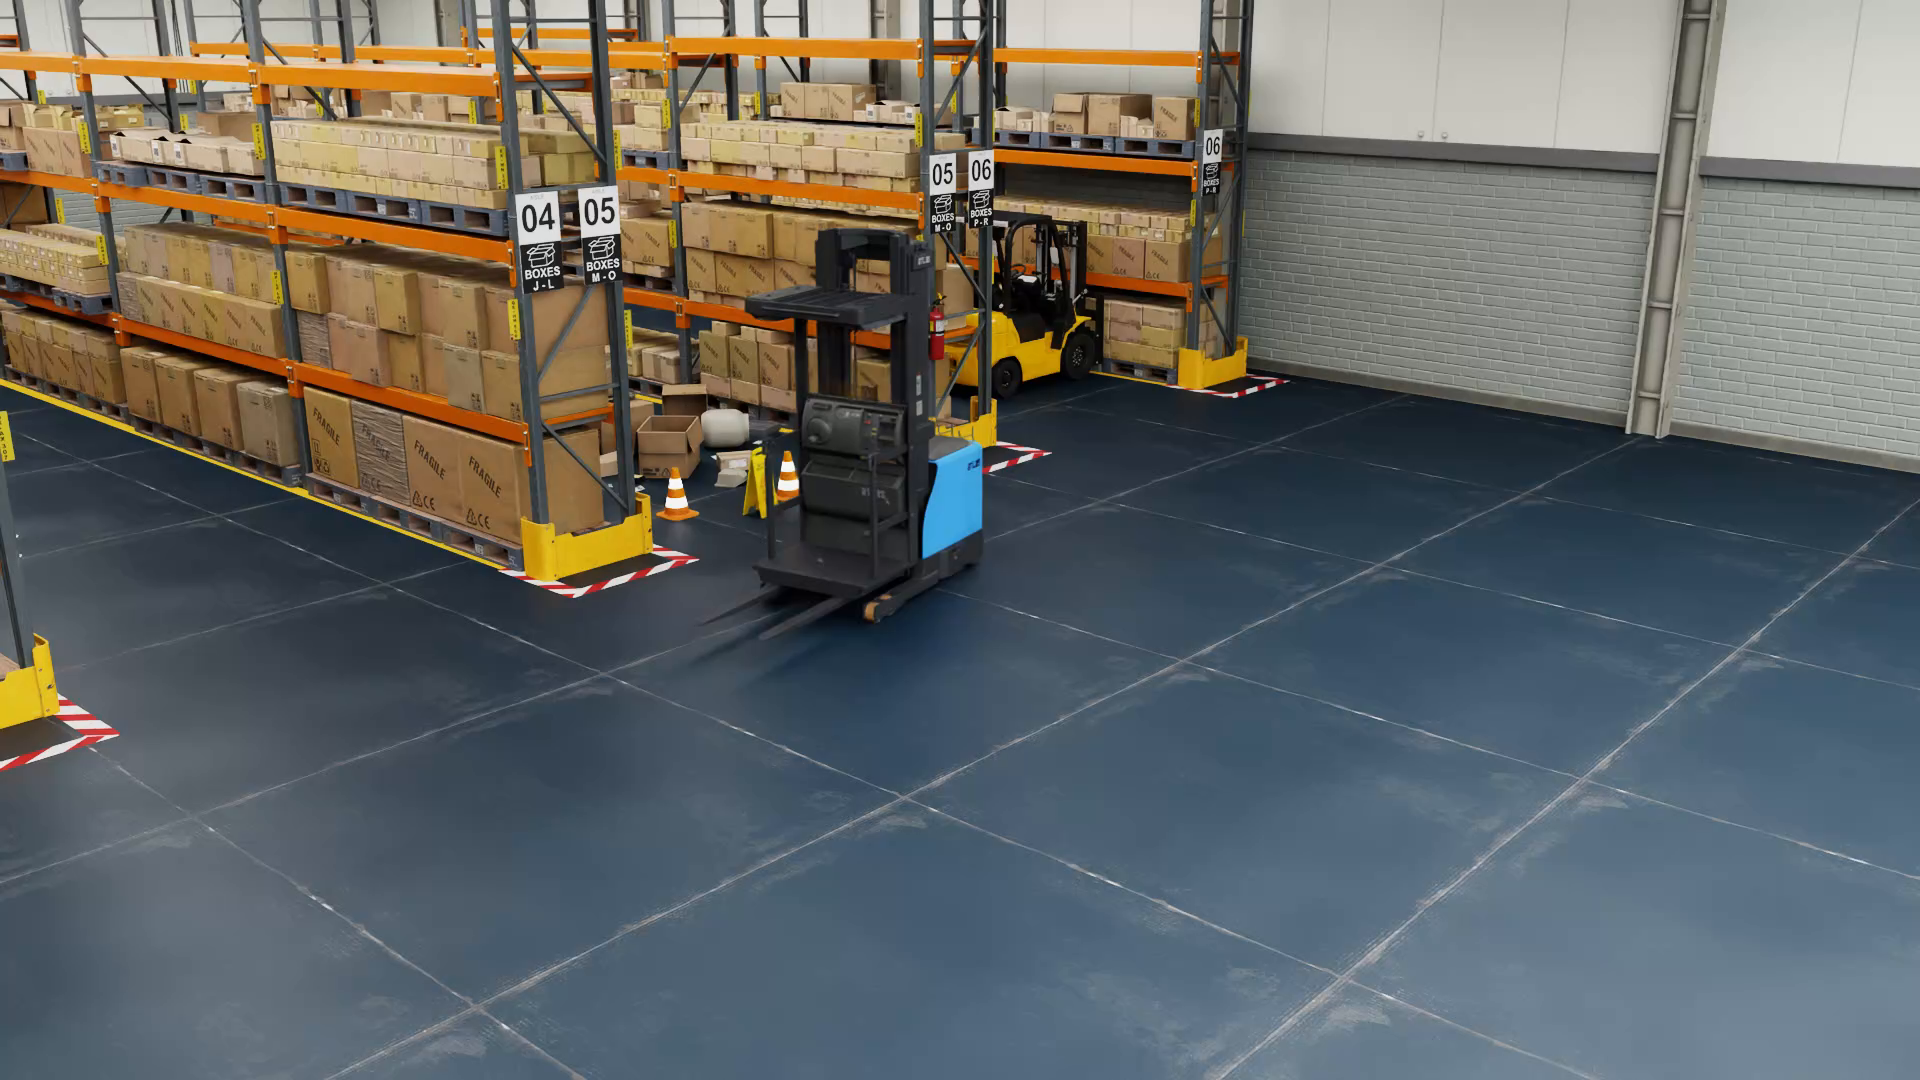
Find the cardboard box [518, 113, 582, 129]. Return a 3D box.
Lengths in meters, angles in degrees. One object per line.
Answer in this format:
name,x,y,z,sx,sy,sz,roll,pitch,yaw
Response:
cardboard box,-5.311,-5.273,21.643,0.500,0.500,0.700,15,23,39

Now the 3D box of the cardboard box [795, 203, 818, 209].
cardboard box,-2.178,-5.033,25.434,0.500,0.250,0.500,16,24,41

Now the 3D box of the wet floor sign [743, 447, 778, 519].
wet floor sign,-1.904,-0.561,15.814,0.232,0.644,0.267,11,20,30

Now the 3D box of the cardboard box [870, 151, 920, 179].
cardboard box,-0.591,-3.923,17.313,0.500,0.250,0.500,15,23,39

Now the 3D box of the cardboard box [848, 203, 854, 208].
cardboard box,-1.447,-5.051,24.830,0.250,0.149,0.380,15,23,39

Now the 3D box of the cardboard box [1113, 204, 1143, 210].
cardboard box,2.253,-4.405,22.304,0.250,0.149,0.380,14,23,38

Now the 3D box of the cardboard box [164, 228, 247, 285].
cardboard box,-8.130,-3.076,18.026,0.500,0.500,0.700,15,23,38

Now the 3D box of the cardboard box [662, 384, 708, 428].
cardboard box,-3.123,-1.471,18.918,0.500,0.500,0.500,-3,18,-8

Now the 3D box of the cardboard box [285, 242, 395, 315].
cardboard box,-5.978,-2.549,16.151,0.550,0.550,0.875,15,23,39

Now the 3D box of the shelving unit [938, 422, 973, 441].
shelving unit,-0.040,-0.511,14.987,0.252,1.050,0.215,15,23,39

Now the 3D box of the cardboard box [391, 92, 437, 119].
cardboard box,-7.524,-5.954,23.094,0.500,0.500,0.500,15,23,40

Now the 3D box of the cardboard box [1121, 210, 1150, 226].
cardboard box,2.299,-4.184,21.607,0.250,0.149,0.380,15,23,40

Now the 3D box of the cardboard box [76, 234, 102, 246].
cardboard box,-10.608,-3.663,20.431,0.250,0.149,0.380,15,23,39

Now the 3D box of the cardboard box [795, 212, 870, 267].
cardboard box,-1.380,-3.283,18.188,0.500,0.500,0.700,15,23,39

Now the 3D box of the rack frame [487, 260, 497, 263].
rack frame,-6.013,-3.988,22.718,0.127,3.000,1.000,15,23,39

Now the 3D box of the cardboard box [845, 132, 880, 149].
cardboard box,-1.005,-4.243,17.660,0.250,0.149,0.380,15,23,40

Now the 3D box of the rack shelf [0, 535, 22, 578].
rack shelf,-8.103,-0.198,11.966,4.000,0.370,1.077,15,23,39

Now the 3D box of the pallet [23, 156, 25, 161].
pallet,-11.824,-4.843,20.764,1.003,0.211,1.213,15,23,39

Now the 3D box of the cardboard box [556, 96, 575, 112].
cardboard box,-6.636,-7.557,28.762,0.500,0.250,0.500,14,22,37

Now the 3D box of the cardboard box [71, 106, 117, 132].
cardboard box,-9.698,-4.712,18.612,0.258,0.266,0.396,15,23,39

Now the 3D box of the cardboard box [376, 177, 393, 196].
cardboard box,-4.854,-3.096,14.504,0.250,0.149,0.380,15,23,40

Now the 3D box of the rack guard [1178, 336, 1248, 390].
rack guard,3.280,-2.309,21.561,0.348,0.500,1.175,15,23,39

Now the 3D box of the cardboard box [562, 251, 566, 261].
cardboard box,-5.106,-3.741,21.660,0.380,0.149,0.250,-17,24,-42

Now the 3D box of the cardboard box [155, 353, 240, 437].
cardboard box,-8.171,-1.658,18.402,0.750,0.750,1.050,15,23,40

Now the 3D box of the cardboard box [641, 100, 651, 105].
cardboard box,-4.988,-7.118,27.179,0.250,0.149,0.380,15,23,39

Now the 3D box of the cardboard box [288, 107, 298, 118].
cardboard box,-9.893,-6.458,25.098,0.250,0.149,0.380,16,23,41

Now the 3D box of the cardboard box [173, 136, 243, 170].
cardboard box,-7.688,-3.982,17.028,0.500,0.311,0.500,14,22,37

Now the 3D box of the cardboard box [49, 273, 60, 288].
cardboard box,-10.458,-3.076,19.566,0.250,0.149,0.380,15,23,39

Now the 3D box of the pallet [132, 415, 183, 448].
pallet,-8.684,-1.343,18.995,1.213,0.211,1.003,15,23,39

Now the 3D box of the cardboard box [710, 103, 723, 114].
cardboard box,-3.722,-6.832,26.309,0.250,0.149,0.380,15,23,39

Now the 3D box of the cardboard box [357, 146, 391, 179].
cardboard box,-4.916,-3.327,14.575,0.500,0.250,0.500,15,23,40

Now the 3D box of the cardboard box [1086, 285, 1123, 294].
cardboard box,1.907,-3.318,22.805,0.500,0.250,0.500,14,23,38

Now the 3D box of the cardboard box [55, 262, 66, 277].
cardboard box,-10.294,-3.171,19.375,0.250,0.149,0.380,16,23,41

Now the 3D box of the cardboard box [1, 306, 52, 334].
cardboard box,-11.838,-2.809,21.202,0.500,0.250,0.500,14,22,37

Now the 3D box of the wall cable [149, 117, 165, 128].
wall cable,-15.297,-7.528,32.195,0.122,1.984,0.588,15,23,39

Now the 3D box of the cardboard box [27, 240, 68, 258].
cardboard box,-10.860,-3.466,19.813,0.250,0.149,0.380,17,24,42

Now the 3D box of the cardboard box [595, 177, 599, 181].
cardboard box,-6.650,-6.702,29.786,0.500,0.500,0.500,14,23,38

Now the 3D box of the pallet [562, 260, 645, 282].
pallet,-4.505,-3.508,21.524,1.213,0.211,1.003,15,23,39

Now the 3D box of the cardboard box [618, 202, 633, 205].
cardboard box,-4.261,-4.110,20.681,0.250,0.149,0.380,14,22,37

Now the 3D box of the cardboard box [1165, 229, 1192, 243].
cardboard box,2.817,-3.868,21.104,0.250,0.149,0.380,15,23,40

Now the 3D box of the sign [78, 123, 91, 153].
sign,-9.585,-4.401,18.208,0.005,0.325,0.100,15,23,39

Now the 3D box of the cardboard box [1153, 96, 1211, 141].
cardboard box,2.770,-5.264,20.757,0.500,0.500,0.500,16,24,41

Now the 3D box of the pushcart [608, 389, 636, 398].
pushcart,-4.497,-1.409,18.927,0.936,0.377,1.648,7,19,21

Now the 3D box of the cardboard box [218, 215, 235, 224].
cardboard box,-11.828,-5.480,27.256,0.500,0.500,0.500,15,23,39

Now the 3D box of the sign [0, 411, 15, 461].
sign,-6.247,-0.675,10.848,0.005,0.325,0.100,15,23,39

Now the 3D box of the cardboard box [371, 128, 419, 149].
cardboard box,-4.858,-3.476,14.385,0.250,0.149,0.380,15,23,40

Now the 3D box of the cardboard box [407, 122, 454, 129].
cardboard box,-4.803,-3.727,15.177,0.250,0.149,0.380,15,23,39

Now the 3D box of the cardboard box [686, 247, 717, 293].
cardboard box,-2.877,-3.223,19.651,0.500,0.500,0.500,15,23,39

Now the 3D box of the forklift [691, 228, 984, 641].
forklift,-0.964,-0.903,13.111,1.130,2.935,3.031,10,20,28

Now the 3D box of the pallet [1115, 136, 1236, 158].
pallet,2.751,-5.041,21.223,1.213,0.211,1.003,15,23,39

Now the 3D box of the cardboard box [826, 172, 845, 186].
cardboard box,-1.229,-3.909,17.926,0.250,0.149,0.380,15,23,39

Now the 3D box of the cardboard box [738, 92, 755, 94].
cardboard box,-3.401,-7.088,26.625,0.250,0.149,0.380,16,24,41

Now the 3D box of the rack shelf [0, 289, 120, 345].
rack shelf,-10.719,-2.906,20.500,4.000,0.370,1.077,15,23,39

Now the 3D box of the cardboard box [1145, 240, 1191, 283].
cardboard box,2.720,-3.592,21.307,0.500,0.500,0.500,14,23,38

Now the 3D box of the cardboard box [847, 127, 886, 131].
cardboard box,-1.034,-4.467,18.365,0.250,0.149,0.380,16,24,41

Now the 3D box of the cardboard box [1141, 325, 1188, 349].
cardboard box,2.691,-2.660,21.560,0.500,0.250,0.500,15,23,39

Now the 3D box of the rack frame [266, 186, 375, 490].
rack frame,-6.231,-2.044,16.595,0.127,3.000,1.000,15,23,39

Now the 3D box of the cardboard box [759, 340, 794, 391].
cardboard box,-1.964,-2.043,19.201,0.500,0.500,0.500,17,24,42

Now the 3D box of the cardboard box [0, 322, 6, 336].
cardboard box,-12.654,-2.788,21.974,0.250,0.149,0.380,16,24,41
